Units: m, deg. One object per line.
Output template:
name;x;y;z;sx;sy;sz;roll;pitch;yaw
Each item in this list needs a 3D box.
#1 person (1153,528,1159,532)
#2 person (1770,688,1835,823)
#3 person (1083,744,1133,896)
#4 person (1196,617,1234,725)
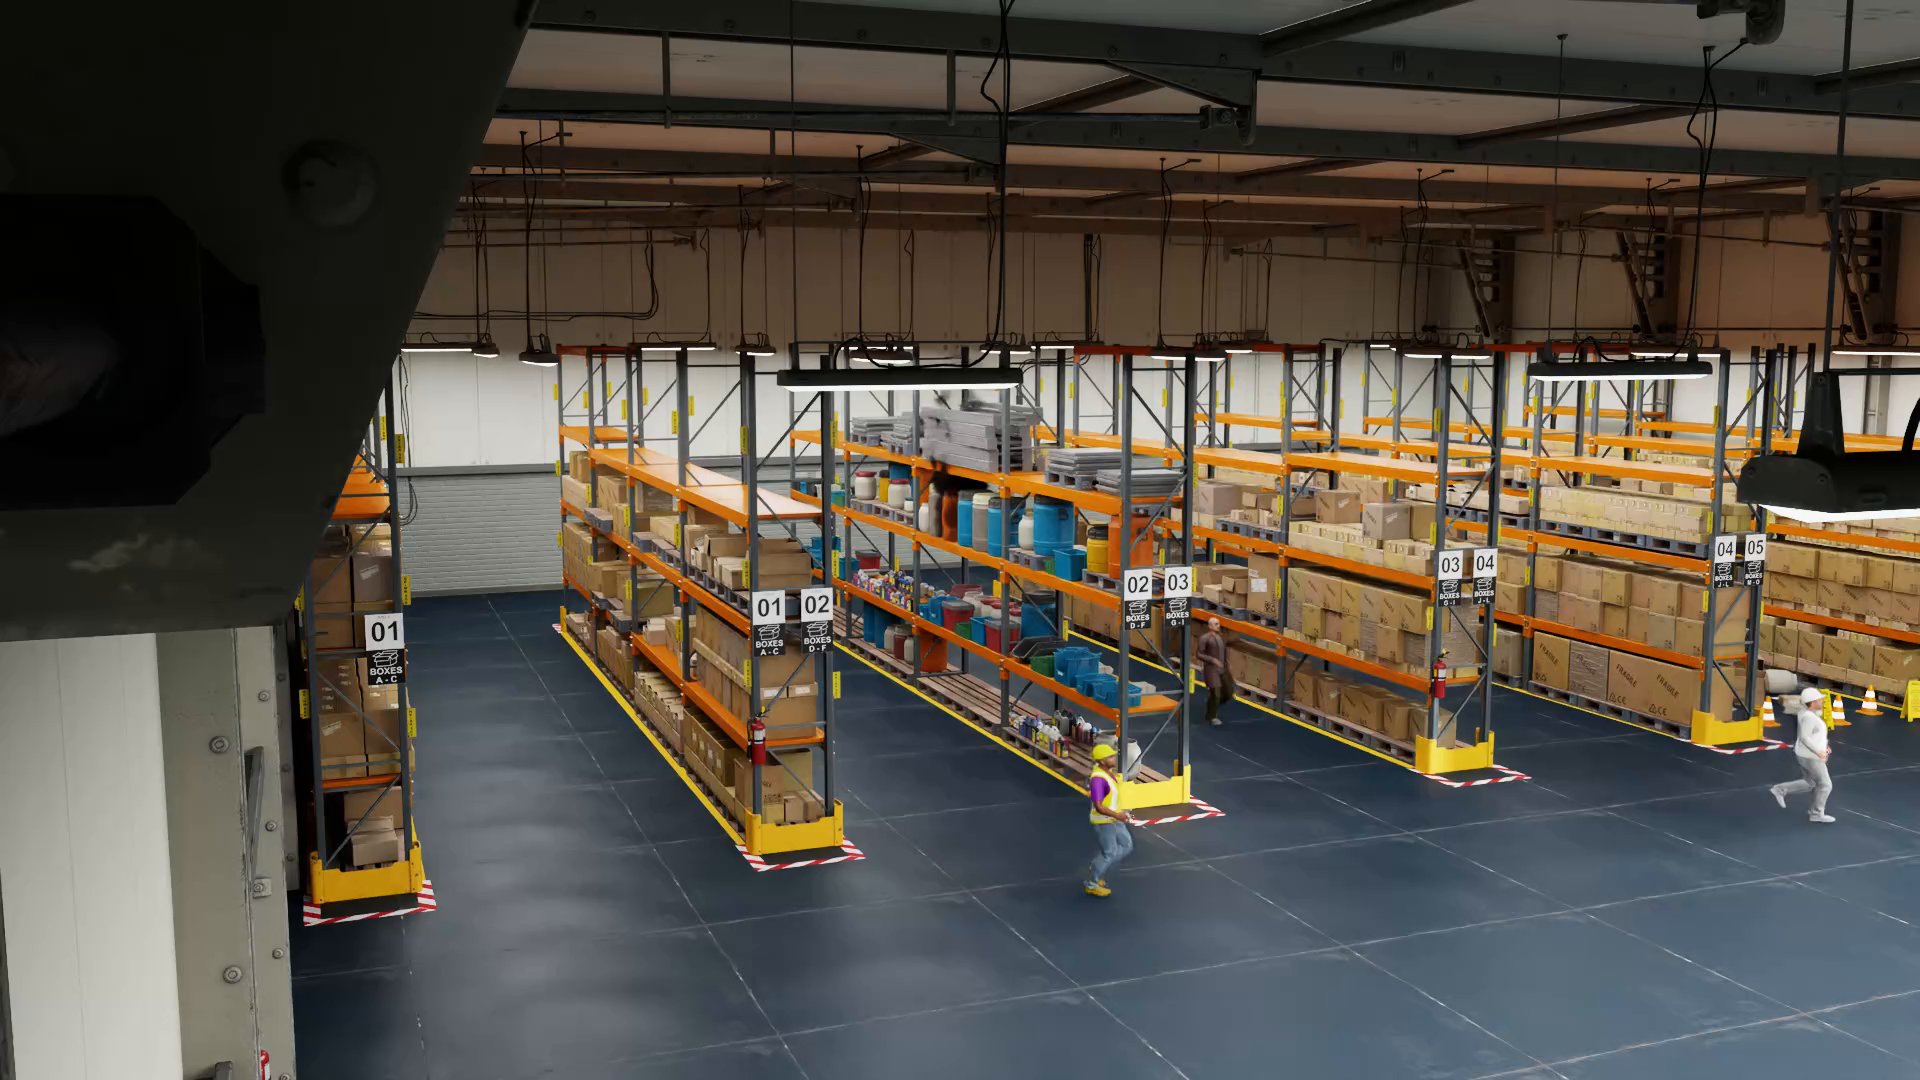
person;4.391;0.523;39.553;0.790;1.640;0.634;-1;7;-4
person;10.890;2.757;21.408;0.771;1.737;0.695;3;8;20
person;1.662;3.119;18.616;0.549;1.721;0.712;1;7;12
person;4.106;2.098;26.561;0.703;1.729;0.651;-5;9;-34
